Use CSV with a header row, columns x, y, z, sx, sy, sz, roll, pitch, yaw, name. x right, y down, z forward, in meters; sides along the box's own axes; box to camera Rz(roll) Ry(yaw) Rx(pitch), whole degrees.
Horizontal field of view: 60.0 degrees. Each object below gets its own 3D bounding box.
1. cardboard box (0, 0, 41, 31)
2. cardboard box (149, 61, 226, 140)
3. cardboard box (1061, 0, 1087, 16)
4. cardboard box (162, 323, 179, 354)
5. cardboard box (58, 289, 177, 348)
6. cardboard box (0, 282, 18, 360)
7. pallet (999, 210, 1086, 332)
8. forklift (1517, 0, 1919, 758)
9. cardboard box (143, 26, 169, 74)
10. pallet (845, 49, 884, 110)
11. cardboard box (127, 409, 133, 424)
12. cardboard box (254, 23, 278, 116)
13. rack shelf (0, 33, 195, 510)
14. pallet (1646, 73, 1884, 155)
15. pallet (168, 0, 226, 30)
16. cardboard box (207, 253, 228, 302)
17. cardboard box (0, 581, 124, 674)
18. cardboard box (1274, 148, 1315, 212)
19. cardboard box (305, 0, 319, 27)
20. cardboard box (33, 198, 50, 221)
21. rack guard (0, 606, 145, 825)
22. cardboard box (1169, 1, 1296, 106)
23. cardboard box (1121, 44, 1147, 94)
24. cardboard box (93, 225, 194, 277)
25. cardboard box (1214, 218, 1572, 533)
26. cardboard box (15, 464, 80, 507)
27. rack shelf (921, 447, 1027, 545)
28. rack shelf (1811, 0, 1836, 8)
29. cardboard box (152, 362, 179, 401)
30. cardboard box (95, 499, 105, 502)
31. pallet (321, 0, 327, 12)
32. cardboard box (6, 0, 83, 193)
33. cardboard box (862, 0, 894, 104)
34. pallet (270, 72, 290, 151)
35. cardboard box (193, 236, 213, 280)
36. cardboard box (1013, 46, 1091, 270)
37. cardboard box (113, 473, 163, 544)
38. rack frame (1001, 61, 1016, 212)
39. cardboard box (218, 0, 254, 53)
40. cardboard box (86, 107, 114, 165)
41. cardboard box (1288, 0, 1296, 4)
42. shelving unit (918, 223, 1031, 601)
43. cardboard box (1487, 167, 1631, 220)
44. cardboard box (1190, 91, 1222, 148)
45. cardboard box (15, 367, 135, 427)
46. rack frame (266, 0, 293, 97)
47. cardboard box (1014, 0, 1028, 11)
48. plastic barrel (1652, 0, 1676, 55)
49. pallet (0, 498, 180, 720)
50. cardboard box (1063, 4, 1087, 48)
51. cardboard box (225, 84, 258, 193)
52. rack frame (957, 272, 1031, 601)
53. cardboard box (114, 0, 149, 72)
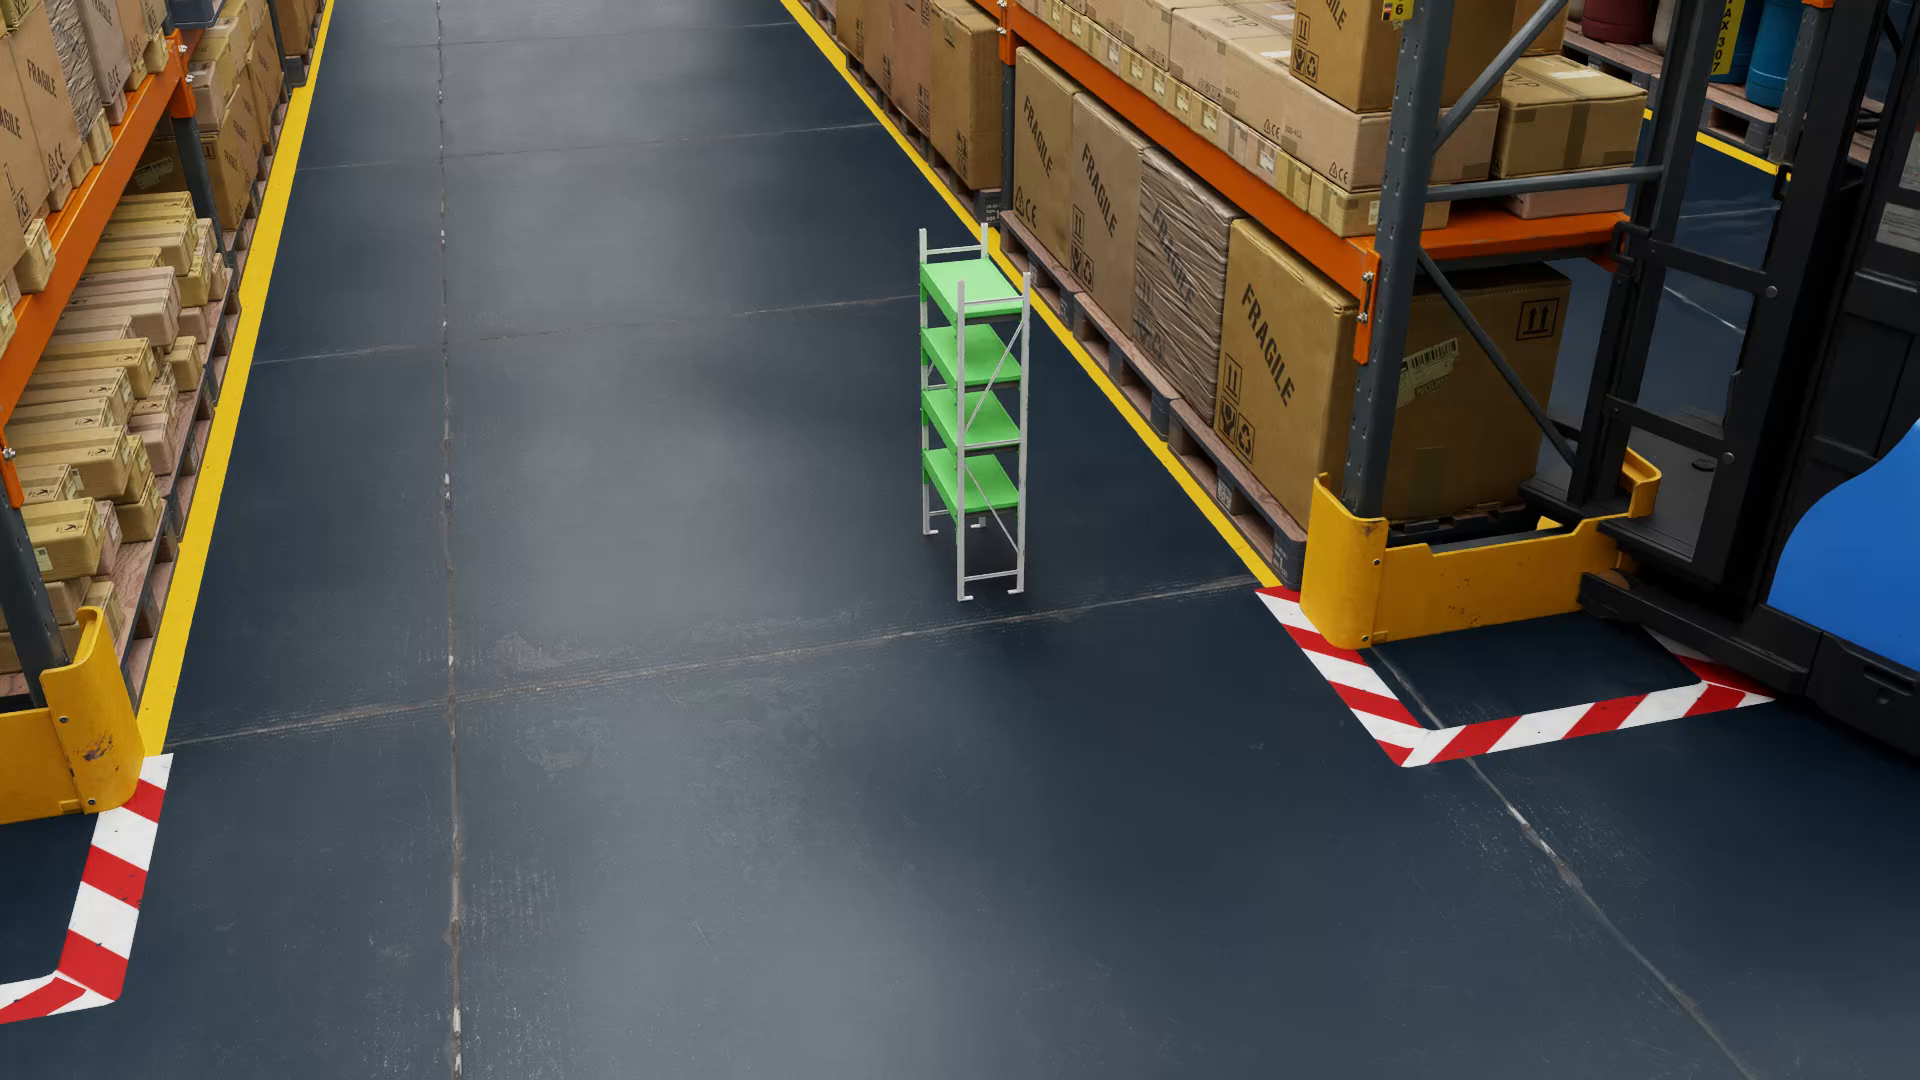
x,y,z,sx,sy,sz,roll,pitch,yaw,name
-3.148,-1.835,5.031,0.500,0.500,0.500,-9,31,-14,cardboard box
-4.031,-2.229,8.434,0.500,0.250,0.500,-9,31,-15,cardboard box
0.718,-2.585,7.574,0.500,0.250,0.500,-8,31,-14,cardboard box
-3.469,-0.869,6.886,0.380,0.149,0.250,-7,31,-12,cardboard box
-3.328,-0.861,6.575,0.380,0.149,0.250,-9,31,-15,cardboard box
-2.798,-0.572,4.495,0.380,0.149,0.250,-8,31,-14,cardboard box
0.845,-1.439,8.525,1.003,0.211,1.213,-8,31,-13,pallet
2.684,-1.131,5.278,1.130,2.935,3.031,-21,36,-32,forklift
-3.615,-2.087,7.112,0.380,0.149,0.250,-9,31,-15,cardboard box
-0.206,-3.358,11.840,1.003,0.211,1.213,-8,31,-13,pallet
-3.326,-0.470,6.198,0.380,0.149,0.250,-6,31,-11,cardboard box
-4.591,-2.910,10.360,0.500,0.500,0.500,-7,31,-11,cardboard box
-3.559,-1.135,5.935,1.077,0.370,4.000,-8,31,-13,rack shelf
5.330,-2.853,10.969,1.003,0.211,1.213,-8,31,-13,pallet
-4.153,-2.718,8.143,1.003,0.211,1.213,-8,31,-13,pallet
-3.657,-1.216,7.784,0.380,0.149,0.250,-7,31,-13,cardboard box
-2.859,0.276,5.206,0.380,0.149,0.250,-7,31,-12,cardboard box
1.298,-1.236,5.642,0.380,0.149,0.250,-8,31,-13,cardboard box
-5.462,-4.281,12.478,1.050,0.750,0.750,-7,31,-13,cardboard box
-3.175,-1.068,5.351,0.380,0.149,0.250,-8,31,-14,cardboard box
-3.048,0.564,4.776,1.175,0.500,0.348,-8,31,-13,rack guard
1.127,-1.845,6.296,0.500,0.250,0.500,-9,31,-15,cardboard box
0.892,-1.975,6.918,0.380,0.149,0.250,-9,31,-15,cardboard box
-3.566,-1.243,7.237,0.380,0.149,0.250,-8,31,-14,cardboard box
1.534,-0.652,6.084,0.875,0.875,0.875,-8,31,-13,cardboard box
-3.029,-0.102,5.264,0.380,0.149,0.250,-7,31,-12,cardboard box
0.044,-0.176,5.964,0.258,0.148,0.480,-8,31,-13,rack shelf
6.025,-2.405,8.128,1.077,0.370,4.000,-8,31,-13,rack shelf
-3.378,-0.582,6.687,0.380,0.149,0.250,-7,31,-12,cardboard box
-3.088,-0.091,5.542,0.380,0.149,0.250,-7,31,-13,cardboard box
-5.936,-4.707,14.171,1.003,0.211,1.213,-8,31,-13,pallet
-3.166,-1.400,5.277,0.500,0.500,0.500,-7,31,-13,cardboard box
0.049,-3.450,10.918,1.225,0.875,0.875,-8,31,-13,cardboard box
-4.946,-2.760,10.808,1.003,0.211,1.213,-8,31,-13,pallet
-3.616,-1.250,7.546,0.380,0.149,0.250,-9,31,-16,cardboard box
0.817,-1.956,8.337,0.875,0.875,0.875,-8,31,-13,cardboard box
-3.042,-0.097,5.850,0.380,0.149,0.250,-7,31,-13,cardboard box
0.719,-3.023,8.479,1.000,3.000,0.127,-8,31,-13,rack frame
-4.453,-2.984,9.738,0.500,0.250,0.500,-7,31,-12,cardboard box
-3.304,-1.452,6.014,0.380,0.149,0.250,-7,31,-12,cardboard box
1.496,-2.168,6.853,0.500,0.250,0.500,-8,31,-14,cardboard box
0.044,-0.439,5.811,0.258,1.200,0.503,-8,31,-13,shelving unit
2.005,-1.198,5.576,0.380,0.149,0.250,-8,31,-13,cardboard box
1.096,-1.604,6.278,0.380,0.149,0.250,-9,31,-14,cardboard box
-3.182,-0.484,5.925,0.380,0.149,0.250,-7,31,-11,cardboard box
-5.152,-4.345,10.762,1.000,3.000,0.127,-8,31,-13,rack frame
0.477,-2.728,8.219,0.380,0.149,0.250,-8,31,-13,cardboard box
5.115,-3.679,11.675,0.421,0.512,0.421,0,30,0,plastic barrel
-3.230,0.292,5.534,1.003,0.211,1.213,-8,31,-13,pallet
0.688,-2.347,7.561,0.380,0.149,0.250,-9,31,-15,cardboard box
-4.172,-2.160,9.064,0.500,0.500,0.500,-6,31,-11,cardboard box
0.109,-0.321,5.608,0.240,1.200,0.015,-8,31,-13,rack frame
-3.553,-2.138,6.552,0.500,0.500,0.500,-9,31,-15,cardboard box
